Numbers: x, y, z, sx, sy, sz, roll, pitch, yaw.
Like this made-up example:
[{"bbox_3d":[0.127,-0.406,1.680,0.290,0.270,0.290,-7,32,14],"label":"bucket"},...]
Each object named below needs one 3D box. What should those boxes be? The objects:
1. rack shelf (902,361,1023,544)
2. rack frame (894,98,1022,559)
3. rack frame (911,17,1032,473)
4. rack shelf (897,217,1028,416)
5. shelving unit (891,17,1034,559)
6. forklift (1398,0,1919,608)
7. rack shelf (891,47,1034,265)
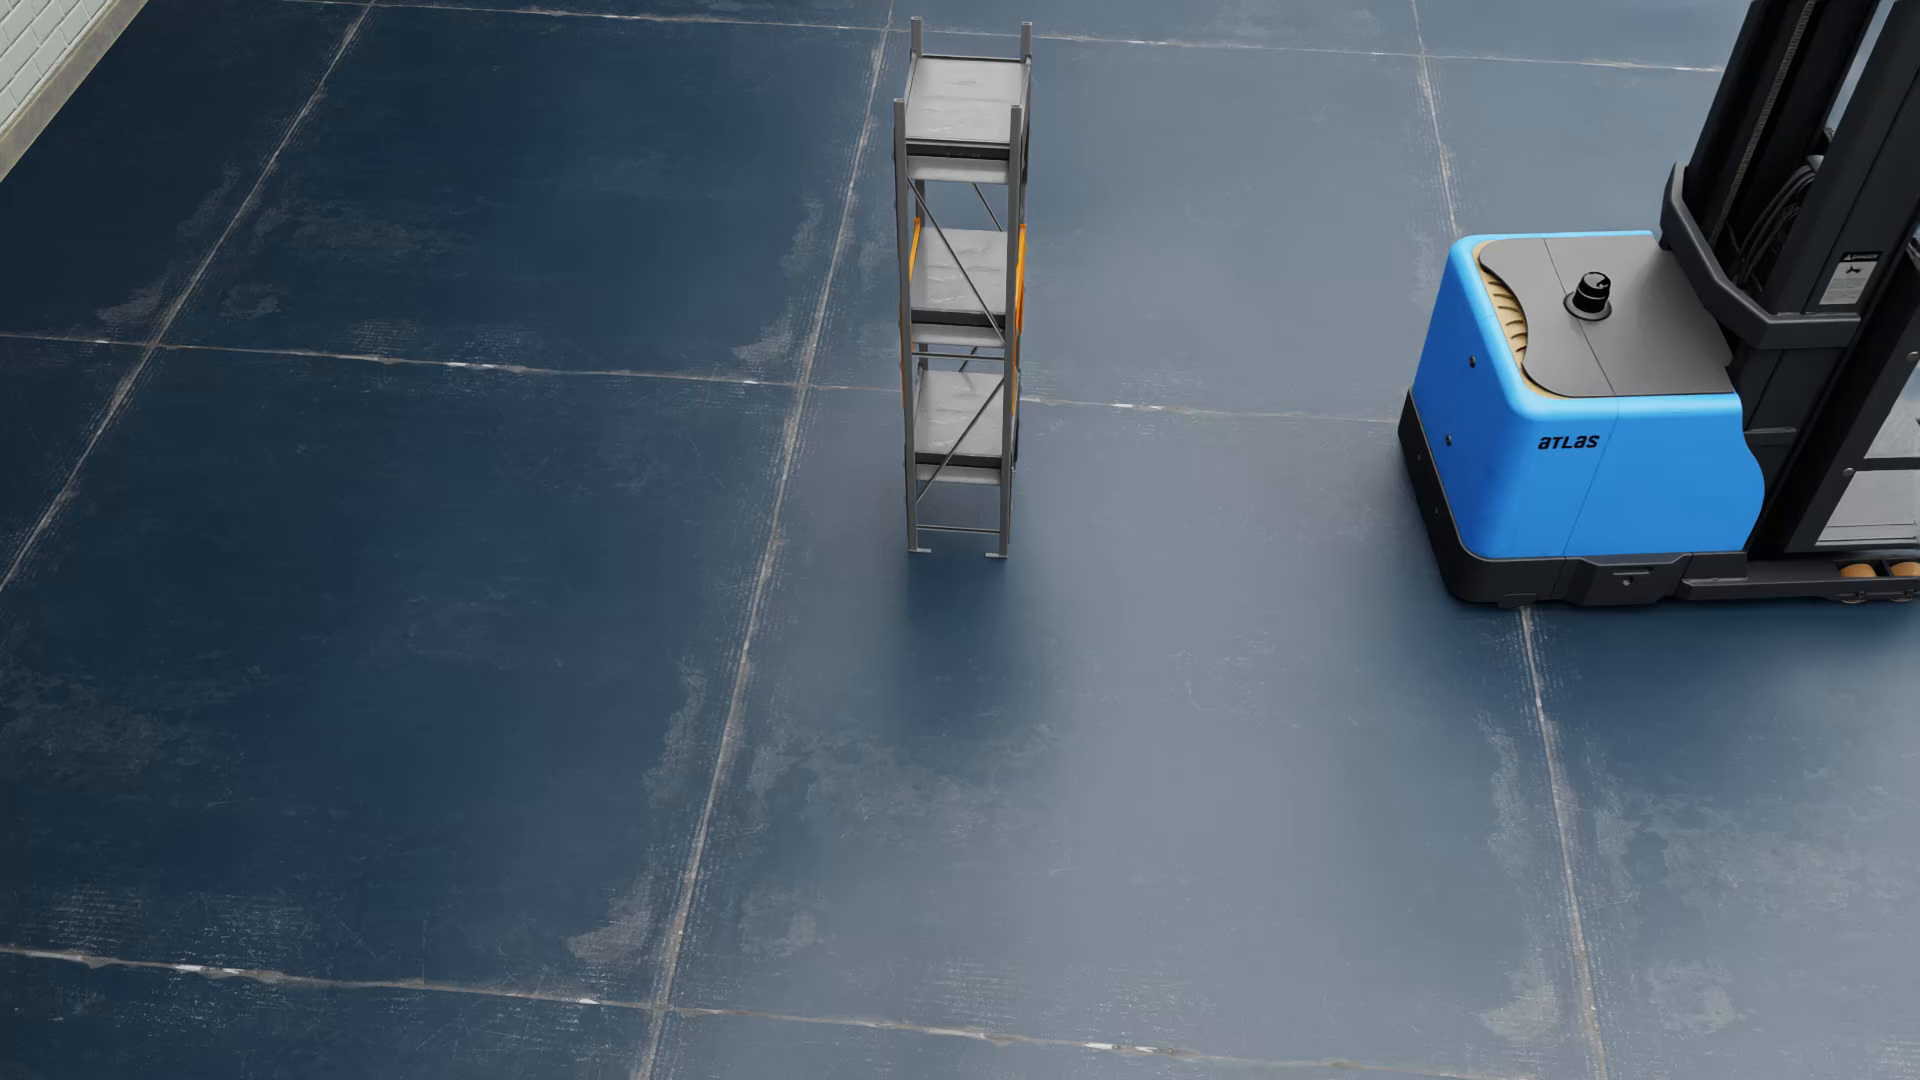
[{"bbox_3d":[0.015,-0.349,6.639,0.431,0.518,0.480,4,48,4],"label":"rack shelf"},{"bbox_3d":[-0.007,-0.651,5.948,0.400,2.100,0.015,4,48,4],"label":"rack frame"},{"bbox_3d":[0.037,-1.010,6.276,0.400,2.100,0.015,4,48,4],"label":"rack frame"},{"bbox_3d":[0.015,-0.821,6.122,0.431,0.518,0.480,4,48,4],"label":"rack shelf"},{"bbox_3d":[0.015,-0.830,6.112,0.431,2.100,0.503,4,48,4],"label":"shelving unit"},{"bbox_3d":[3.400,-1.132,5.825,3.031,2.935,1.130,-2,48,-2],"label":"forklift"},{"bbox_3d":[0.015,-1.294,5.606,0.431,0.518,0.480,4,48,4],"label":"rack shelf"}]
